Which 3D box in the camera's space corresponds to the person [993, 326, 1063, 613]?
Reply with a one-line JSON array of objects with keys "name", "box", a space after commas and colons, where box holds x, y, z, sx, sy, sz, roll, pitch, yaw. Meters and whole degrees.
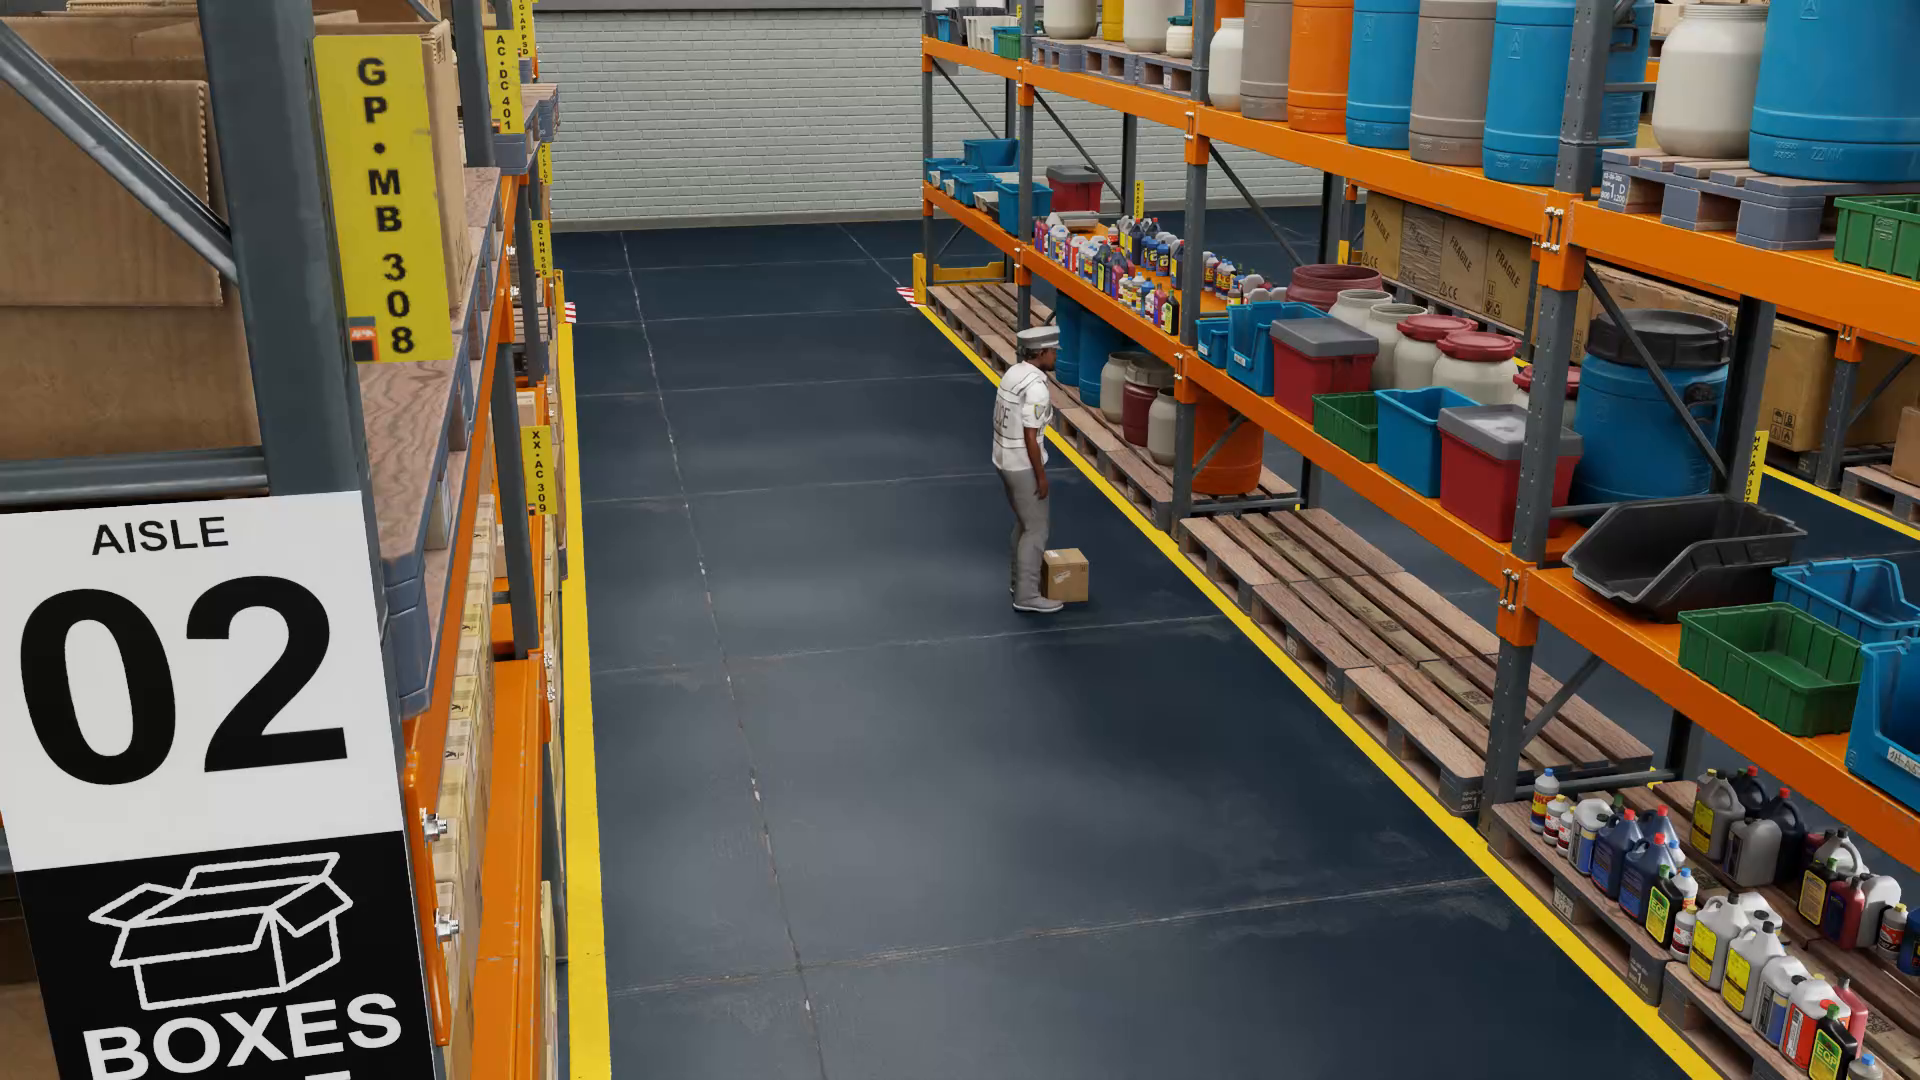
[{"name": "person", "box": [0.410, -0.424, 9.754, 0.416, 1.659, 0.509, -5, 20, -13]}]
